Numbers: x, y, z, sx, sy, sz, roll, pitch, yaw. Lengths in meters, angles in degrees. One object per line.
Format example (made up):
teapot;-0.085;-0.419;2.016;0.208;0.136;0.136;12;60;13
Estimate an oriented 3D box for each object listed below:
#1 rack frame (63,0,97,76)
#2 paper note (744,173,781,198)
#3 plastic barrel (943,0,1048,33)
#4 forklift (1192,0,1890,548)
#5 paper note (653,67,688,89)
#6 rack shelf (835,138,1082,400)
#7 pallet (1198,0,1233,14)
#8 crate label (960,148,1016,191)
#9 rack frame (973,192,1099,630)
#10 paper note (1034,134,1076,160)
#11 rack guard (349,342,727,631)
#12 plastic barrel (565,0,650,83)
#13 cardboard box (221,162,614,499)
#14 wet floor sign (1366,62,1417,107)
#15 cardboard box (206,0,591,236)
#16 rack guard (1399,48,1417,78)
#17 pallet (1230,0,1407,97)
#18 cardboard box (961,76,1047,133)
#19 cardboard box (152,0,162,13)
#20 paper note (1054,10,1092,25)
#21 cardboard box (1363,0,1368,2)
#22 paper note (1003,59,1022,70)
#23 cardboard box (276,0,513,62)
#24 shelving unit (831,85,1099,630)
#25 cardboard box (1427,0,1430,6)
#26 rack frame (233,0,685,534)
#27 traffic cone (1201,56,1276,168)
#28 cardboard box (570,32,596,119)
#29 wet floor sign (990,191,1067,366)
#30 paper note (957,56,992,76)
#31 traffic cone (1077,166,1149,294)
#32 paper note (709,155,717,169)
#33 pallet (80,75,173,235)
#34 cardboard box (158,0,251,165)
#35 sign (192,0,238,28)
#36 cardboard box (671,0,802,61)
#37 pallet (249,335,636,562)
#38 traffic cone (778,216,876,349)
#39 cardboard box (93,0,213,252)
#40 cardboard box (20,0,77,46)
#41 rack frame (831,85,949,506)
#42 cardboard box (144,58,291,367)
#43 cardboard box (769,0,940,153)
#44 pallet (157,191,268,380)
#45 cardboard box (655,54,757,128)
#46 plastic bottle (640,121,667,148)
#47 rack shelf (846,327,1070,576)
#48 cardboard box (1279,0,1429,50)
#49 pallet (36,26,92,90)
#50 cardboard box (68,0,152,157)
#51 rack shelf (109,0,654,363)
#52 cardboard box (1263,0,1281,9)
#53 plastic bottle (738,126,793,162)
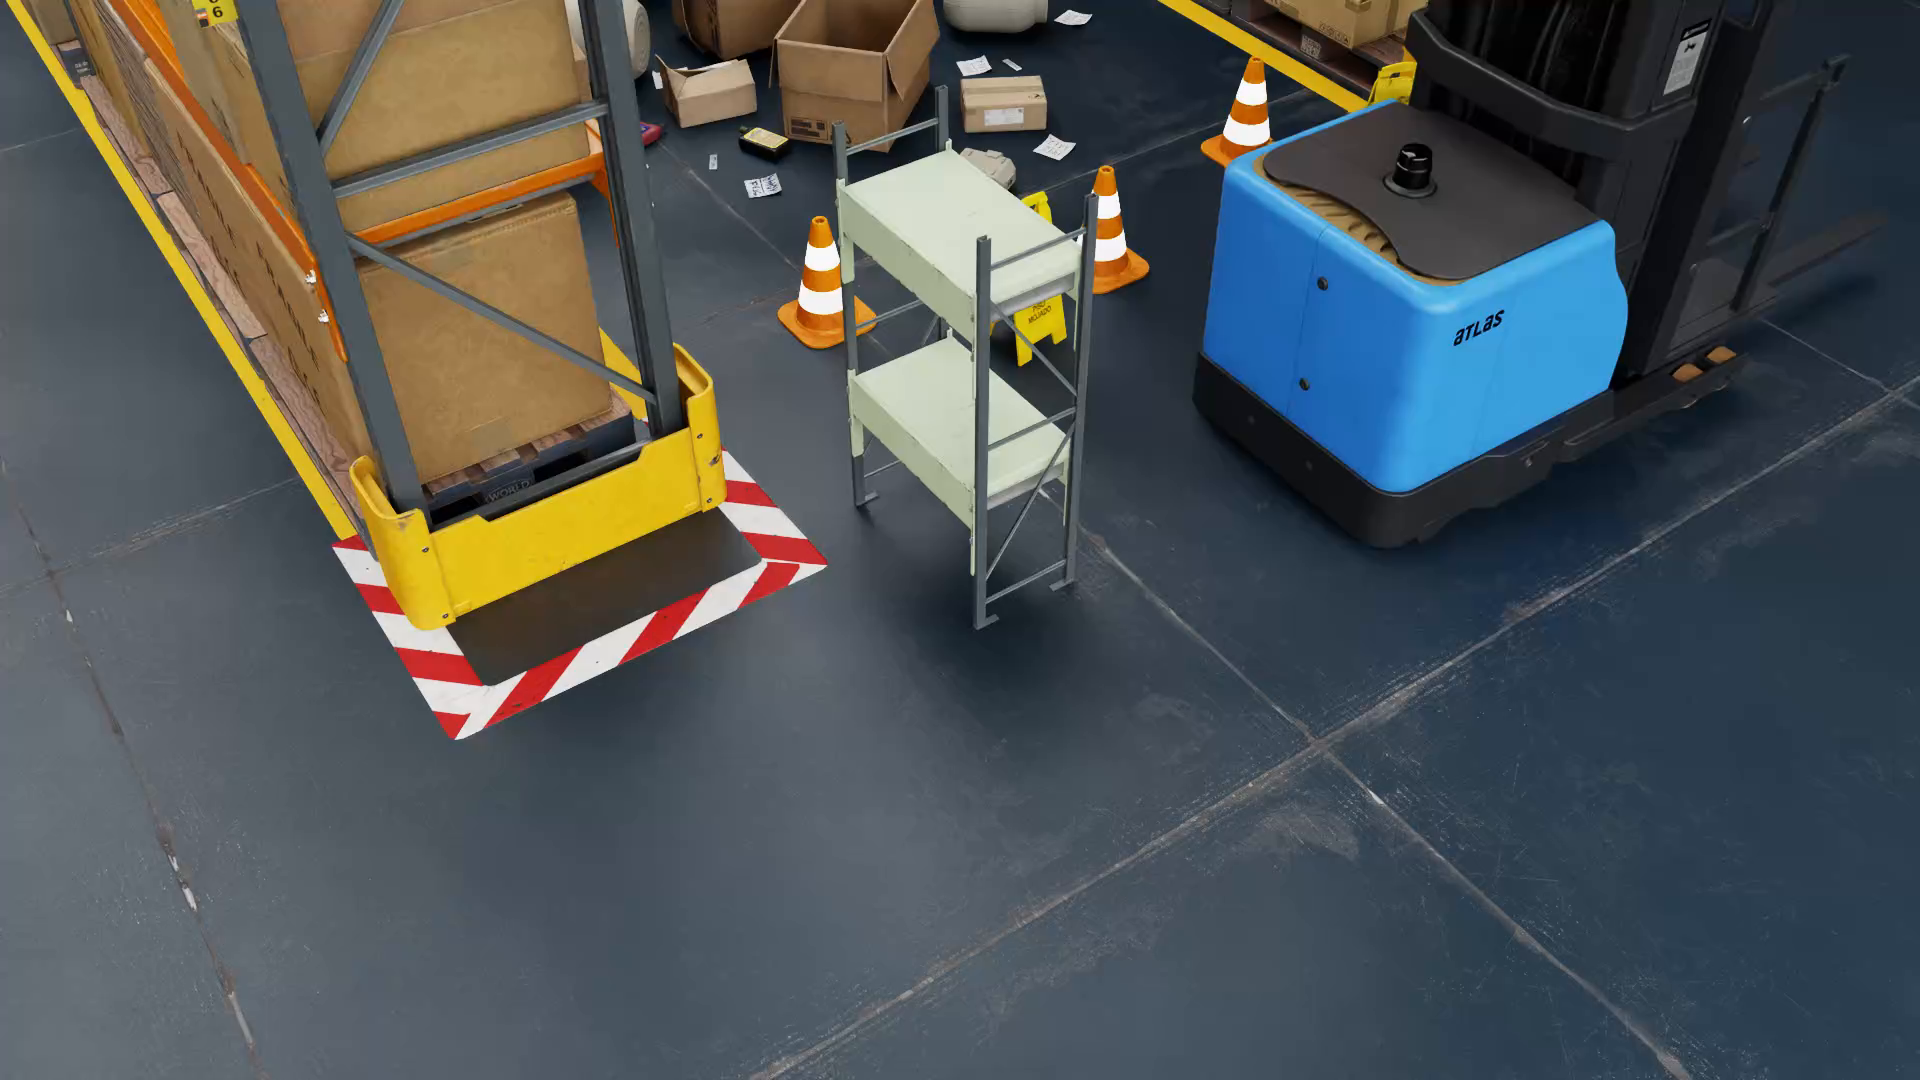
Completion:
rack frame;-3.682;-3.378;7.116;1.000;3.000;0.127;-26;49;-24
paper note;-0.875;-1.573;7.377;0.144;0.017;0.142;-10;45;-11
plastic barrel;0.185;-2.765;8.340;0.512;0.421;0.421;4;44;4
forklift;2.373;-1.835;5.549;3.031;2.935;1.130;-25;49;-24
paper note;-1.405;-2.255;8.096;0.172;0.023;0.155;-10;45;-11
rack shelf;0.004;-0.821;4.959;0.431;0.370;0.720;-26;49;-24
pallet;1.435;-3.324;9.079;1.003;0.211;1.213;-26;49;-24
crate label;0.087;-1.613;7.341;0.298;0.136;0.250;18;47;18
rack frame;0.213;-0.331;5.011;0.400;1.500;0.023;-26;49;-24
paper note;0.435;-1.800;7.614;0.142;0.019;0.148;26;49;25
rack guard;-1.380;-0.195;5.592;1.175;0.500;0.348;-26;49;-24
plastic barrel;-1.775;-2.409;7.967;0.512;0.421;0.421;4;44;4
cardboard box;-1.836;-0.854;5.707;0.875;0.875;0.875;-25;49;-24
wet floor sign;1.839;-1.743;7.109;0.267;0.644;0.232;-10;45;-11
cardboard box;-1.644;-1.359;4.893;0.875;0.550;0.550;-26;49;-24
rack guard;2.565;-2.264;7.759;1.175;0.500;0.348;-26;49;-24
pallet;2.129;-2.634;8.356;1.003;0.211;1.213;-26;49;-24
cardboard box;0.202;-2.038;7.777;0.380;0.149;0.250;-3;44;-4
cardboard box;-2.531;-2.312;5.891;0.875;0.550;0.500;-26;49;-24
paper note;0.584;-2.685;8.540;0.148;0.019;0.142;26;49;25
cardboard box;1.936;-2.904;7.764;0.500;0.500;0.500;-25;49;-24
paper note;0.258;-2.343;8.197;0.032;0.001;0.123;-26;49;-24
cardboard box;-1.575;-1.783;4.555;0.875;0.550;0.550;-26;49;-24
shelving unit;0.004;-0.539;5.228;0.431;1.500;0.755;-26;49;-24
cardboard box;2.373;-2.849;8.249;0.500;0.250;0.500;-26;49;-25
rack frame;-1.394;-1.112;4.743;1.000;3.000;0.127;-26;49;-24
traffic cone;1.304;-1.941;7.449;0.336;0.463;0.334;-26;49;-24
cardboard box;-1.953;-2.001;7.482;0.500;0.500;0.500;-18;46;-18
wet floor sign;0.246;-1.027;6.358;0.267;0.644;0.232;-35;53;-31
paper note;0.072;-2.336;8.184;0.148;0.019;0.142;-10;45;-11
traffic cone;0.588;-1.310;6.788;0.336;0.463;0.334;-26;49;-24
paper note;-1.119;-1.714;7.538;0.032;0.001;0.123;-3;44;-4
pallet;-3.312;-1.908;7.595;1.003;0.211;1.213;-26;49;-24
cardboard box;-1.976;-1.662;5.210;0.875;0.550;0.550;-26;49;-24
sign;-1.847;-1.410;4.045;0.100;0.325;0.005;-26;49;-24
cardboard box;-1.015;-2.792;8.212;0.797;0.637;0.503;-26;49;-24
pallet;-1.916;-0.526;6.148;1.003;0.211;1.213;-26;49;-24
traffic cone;-0.533;-1.057;6.522;0.336;0.463;0.334;-26;49;-24
cardboard box;-2.861;-1.868;6.769;0.875;0.875;0.875;-25;49;-24
cardboard box;-4.111;-3.032;8.079;1.050;0.750;0.750;-26;49;-25
rack frame;-0.206;-0.746;5.445;0.400;1.500;0.023;-26;49;-24
cardboard box;-2.341;-1.351;6.228;0.875;0.875;0.875;-26;50;-25
cardboard box;-0.473;-2.217;7.708;0.637;0.503;0.797;11;45;11
pallet;-2.610;-1.216;6.871;1.003;0.211;1.213;-26;49;-24
cardboard box;-1.188;-2.143;7.803;0.396;0.266;0.258;-18;46;-18
plastic bottle;-1.485;-1.857;7.651;0.133;0.061;0.283;26;49;25
rack shelf;0.004;-0.303;5.453;0.431;0.370;0.720;-26;49;-24
cardboard box;1.911;-2.648;8.038;0.500;0.250;0.500;-26;49;-25
pallet;-4.186;-2.777;8.506;1.003;0.211;1.213;-26;49;-24
cardboard box;-3.380;-2.377;7.303;0.875;0.875;0.875;-25;49;-24
rack shelf;-2.538;-1.985;6.178;1.077;0.370;4.000;-26;49;-24
cardboard box;1.635;-2.930;8.335;0.500;0.250;0.500;-26;49;-24
plastic bottle;-0.917;-1.824;7.616;0.283;0.061;0.133;26;49;25
